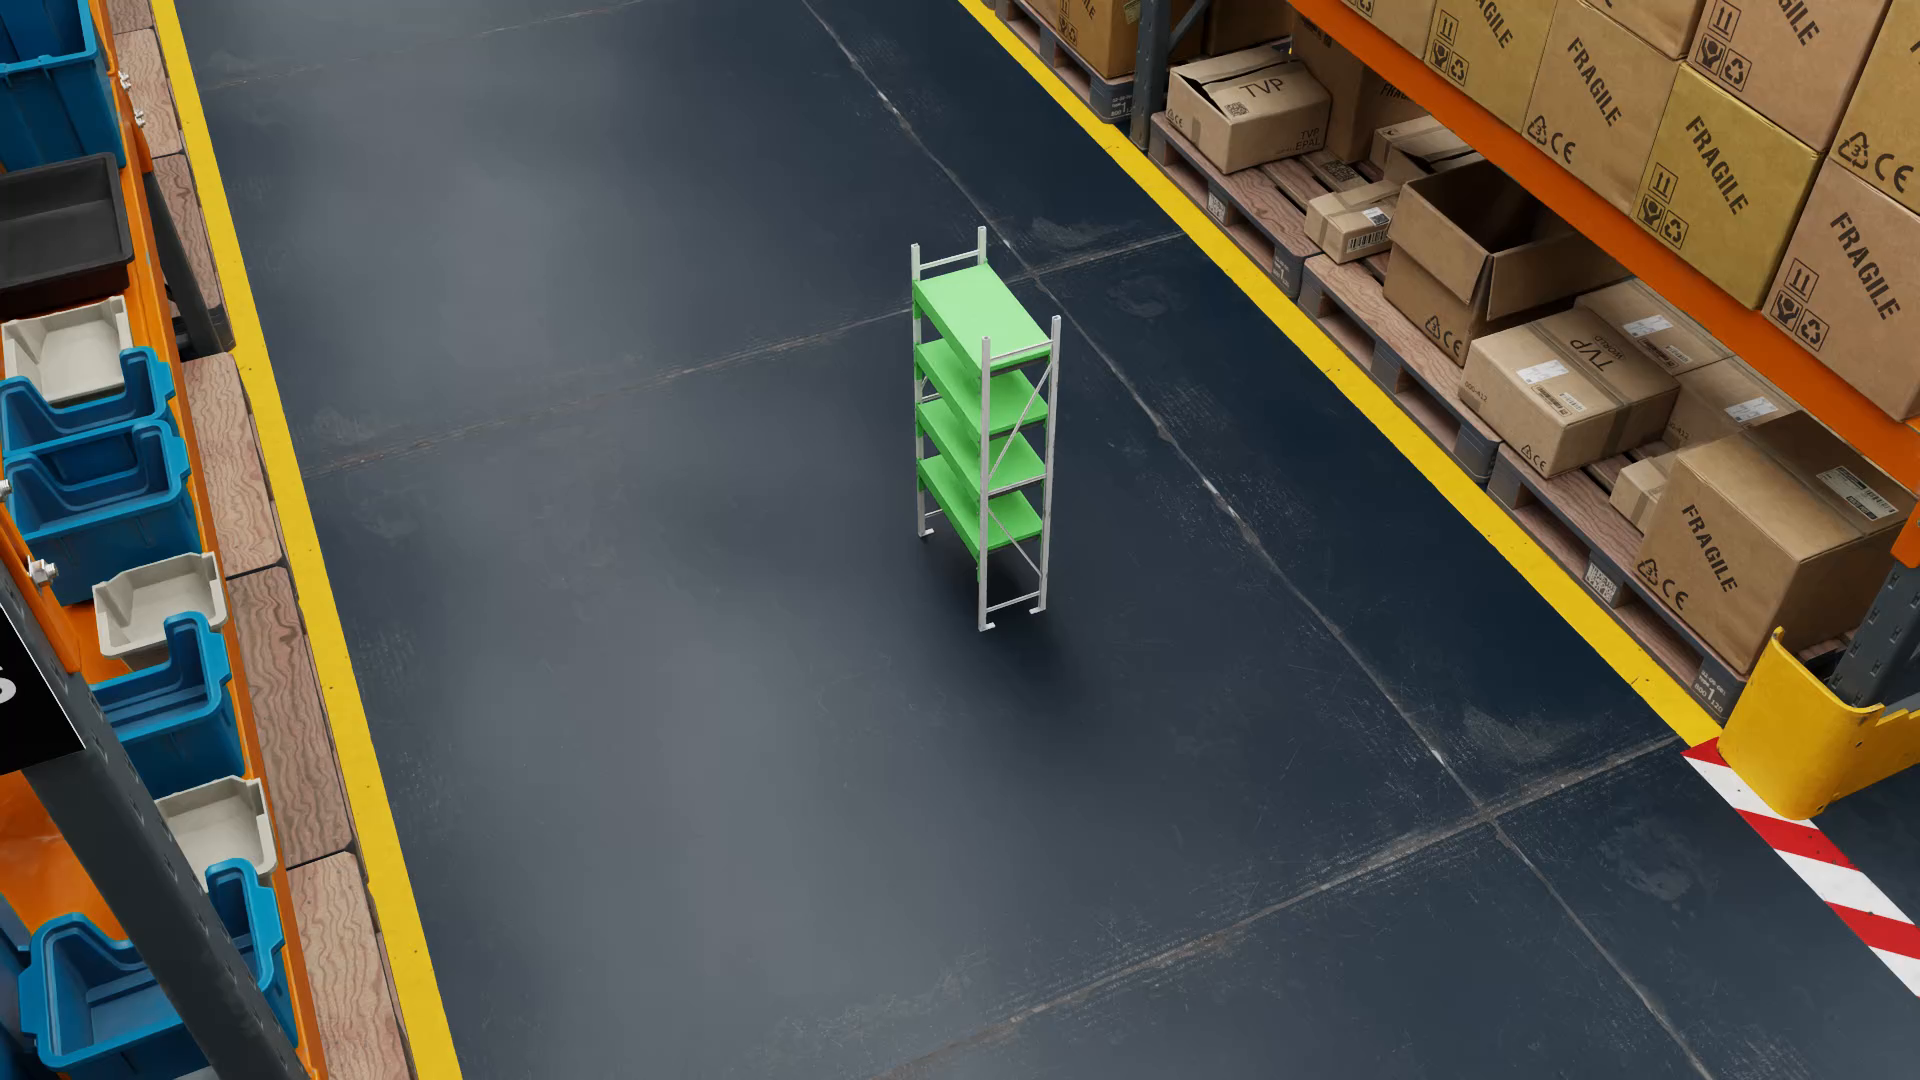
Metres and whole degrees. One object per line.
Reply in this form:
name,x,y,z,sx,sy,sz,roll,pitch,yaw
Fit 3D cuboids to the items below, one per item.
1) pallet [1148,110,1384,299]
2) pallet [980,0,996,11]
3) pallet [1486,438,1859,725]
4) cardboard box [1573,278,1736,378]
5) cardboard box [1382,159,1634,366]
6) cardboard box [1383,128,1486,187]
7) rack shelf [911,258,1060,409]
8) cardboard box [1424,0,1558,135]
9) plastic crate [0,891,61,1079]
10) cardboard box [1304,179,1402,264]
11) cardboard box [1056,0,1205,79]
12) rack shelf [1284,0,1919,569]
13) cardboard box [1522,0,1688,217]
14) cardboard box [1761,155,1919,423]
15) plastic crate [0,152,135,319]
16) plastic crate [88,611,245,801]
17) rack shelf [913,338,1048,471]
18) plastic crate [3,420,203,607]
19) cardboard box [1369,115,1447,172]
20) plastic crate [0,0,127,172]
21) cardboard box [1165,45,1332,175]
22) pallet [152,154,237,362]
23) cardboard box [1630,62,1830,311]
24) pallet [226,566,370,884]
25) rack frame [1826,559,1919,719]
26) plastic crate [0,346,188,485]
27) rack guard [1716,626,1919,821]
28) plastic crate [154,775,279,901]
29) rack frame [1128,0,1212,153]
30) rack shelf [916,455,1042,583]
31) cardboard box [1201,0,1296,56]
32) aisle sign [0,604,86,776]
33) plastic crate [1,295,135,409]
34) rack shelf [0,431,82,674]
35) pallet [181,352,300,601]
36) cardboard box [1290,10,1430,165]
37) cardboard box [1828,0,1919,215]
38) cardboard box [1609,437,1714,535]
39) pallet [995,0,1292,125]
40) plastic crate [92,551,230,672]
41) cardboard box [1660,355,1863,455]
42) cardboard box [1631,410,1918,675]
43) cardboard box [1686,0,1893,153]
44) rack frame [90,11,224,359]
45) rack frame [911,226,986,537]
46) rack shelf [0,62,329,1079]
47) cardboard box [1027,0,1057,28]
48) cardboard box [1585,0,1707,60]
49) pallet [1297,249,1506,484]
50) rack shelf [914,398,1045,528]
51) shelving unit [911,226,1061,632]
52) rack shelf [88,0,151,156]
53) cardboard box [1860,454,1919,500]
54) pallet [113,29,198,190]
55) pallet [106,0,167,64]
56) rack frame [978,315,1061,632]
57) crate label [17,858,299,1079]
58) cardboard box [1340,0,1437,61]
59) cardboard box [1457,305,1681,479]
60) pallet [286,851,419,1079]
pallet,1.539,-1.576,7.197,1.003,0.211,1.213,-18,47,-17
pallet,0.358,-3.299,8.943,1.003,0.211,1.213,-18,47,-17
pallet,2.565,-0.021,5.621,1.003,0.211,1.213,-18,47,-17
cardboard box,2.541,-0.702,5.971,0.500,0.250,0.500,-18,47,-17
cardboard box,2.046,-1.078,6.171,0.797,0.503,0.637,-18,47,-17
cardboard box,2.063,-1.448,6.683,0.500,0.311,0.500,-18,47,-17
rack shelf,0.070,-0.618,4.929,0.258,0.148,0.480,-18,47,-17
cardboard box,1.860,-1.668,5.234,0.500,0.500,0.500,-19,48,-18
plastic crate,-1.873,0.811,2.724,0.616,0.435,0.499,-18,47,-17
cardboard box,1.604,-1.275,6.610,0.380,0.166,0.250,-18,47,-17
cardboard box,0.783,-2.503,7.617,0.500,0.500,0.500,-18,47,-18
rack shelf,2.092,-1.476,5.622,1.077,0.370,4.000,-18,47,-17
cardboard box,2.071,-1.347,4.908,0.500,0.500,0.500,-18,47,-17
cardboard box,2.498,-0.698,4.250,0.500,0.500,0.500,-17,47,-16
plastic crate,-2.530,-0.835,4.614,0.437,0.125,0.590,-18,47,-17
plastic crate,-1.645,0.368,3.318,0.416,0.233,0.300,-18,47,-17
rack shelf,0.070,-0.447,5.098,0.258,0.148,0.480,-18,47,-17
plastic crate,-1.922,-0.052,3.744,0.416,0.233,0.300,-18,47,-17
cardboard box,1.960,-1.647,7.000,0.380,0.149,0.250,-18,47,-17
plastic crate,-2.739,-1.365,4.966,0.392,0.384,0.575,-18,47,-17
cardboard box,1.231,-1.874,7.115,0.500,0.311,0.500,-18,47,-17
pallet,-3.531,-1.057,6.671,1.003,0.211,1.213,-18,47,-17
cardboard box,2.276,-1.027,4.584,0.500,0.500,0.500,-18,47,-17
pallet,-2.384,0.683,4.908,1.003,0.211,1.213,-18,47,-17
rack frame,2.933,-0.457,4.078,1.000,3.000,0.127,-18,47,-17
plastic crate,-2.048,-0.243,3.937,0.416,0.233,0.300,-18,47,-17
rack guard,2.901,0.384,5.005,1.175,0.500,0.348,-18,47,-17
plastic crate,-1.428,0.592,3.159,0.250,0.136,0.298,-18,47,-17
rack frame,1.251,-3.006,6.661,1.000,3.000,0.127,-18,47,-17
rack shelf,0.070,-0.105,5.435,0.258,0.148,0.480,-18,47,-17
cardboard box,1.269,-2.653,7.770,0.500,0.500,0.500,-20,48,-19
aisle sign,-1.263,0.036,1.727,0.394,0.787,0.004,-18,47,-17
plastic crate,-2.240,-0.452,4.218,0.293,0.136,0.466,-18,47,-17
rack shelf,-2.404,-1.083,3.088,1.077,0.370,4.000,-18,47,-17
pallet,-2.900,-0.096,5.697,1.003,0.211,1.213,-18,47,-17
cardboard box,1.748,-1.994,7.101,0.500,0.500,0.500,-18,47,-17
cardboard box,2.496,-1.051,3.896,0.500,0.500,0.500,-18,48,-18
cardboard box,2.392,-0.164,5.484,0.380,0.166,0.250,-18,47,-17
pallet,0.875,-2.521,8.154,1.003,0.211,1.213,-18,47,-17
plastic crate,-1.713,0.160,3.597,0.250,0.136,0.298,-18,47,-17
cardboard box,2.751,-0.384,5.648,0.500,0.250,0.500,-18,47,-17
cardboard box,2.481,0.002,5.078,0.500,0.500,0.500,-18,47,-17
cardboard box,2.283,-1.373,4.222,0.500,0.500,0.500,-17,47,-16
rack frame,-3.245,-1.546,5.181,1.000,3.000,0.127,-18,47,-17
rack frame,-0.033,-0.477,5.379,0.240,1.200,0.015,-18,47,-17
rack shelf,-2.404,-0.015,4.142,1.077,0.370,4.000,-18,47,-17
cardboard box,0.583,-2.820,7.939,0.500,0.500,0.500,-18,47,-17
cardboard box,2.061,-1.702,4.556,0.500,0.500,0.500,-17,47,-16
pallet,2.056,-0.797,6.408,1.003,0.211,1.213,-18,47,-17
rack shelf,0.070,-0.276,5.267,0.258,0.148,0.480,-18,47,-17
shelving unit,0.070,-0.322,5.222,0.258,1.200,0.503,-18,47,-17
rack shelf,-4.086,-2.564,6.725,1.077,0.370,4.000,-18,47,-17
cardboard box,2.964,-0.133,5.453,0.380,0.166,0.250,-18,47,-17
pallet,-4.048,-1.836,7.460,1.003,0.211,1.213,-18,47,-17
pallet,-4.557,-2.612,8.247,1.003,0.211,1.213,-18,47,-17
rack frame,0.172,-0.166,5.064,0.240,1.200,0.015,-18,47,-17
crate label,-1.368,0.787,2.893,0.416,0.233,0.303,-18,47,-17
cardboard box,1.645,-1.992,5.562,0.500,0.500,0.500,-18,47,-18
cardboard box,2.109,-0.523,5.789,0.500,0.250,0.500,-18,47,-17
pallet,-1.874,1.459,4.121,1.003,0.211,1.213,-18,47,-17
